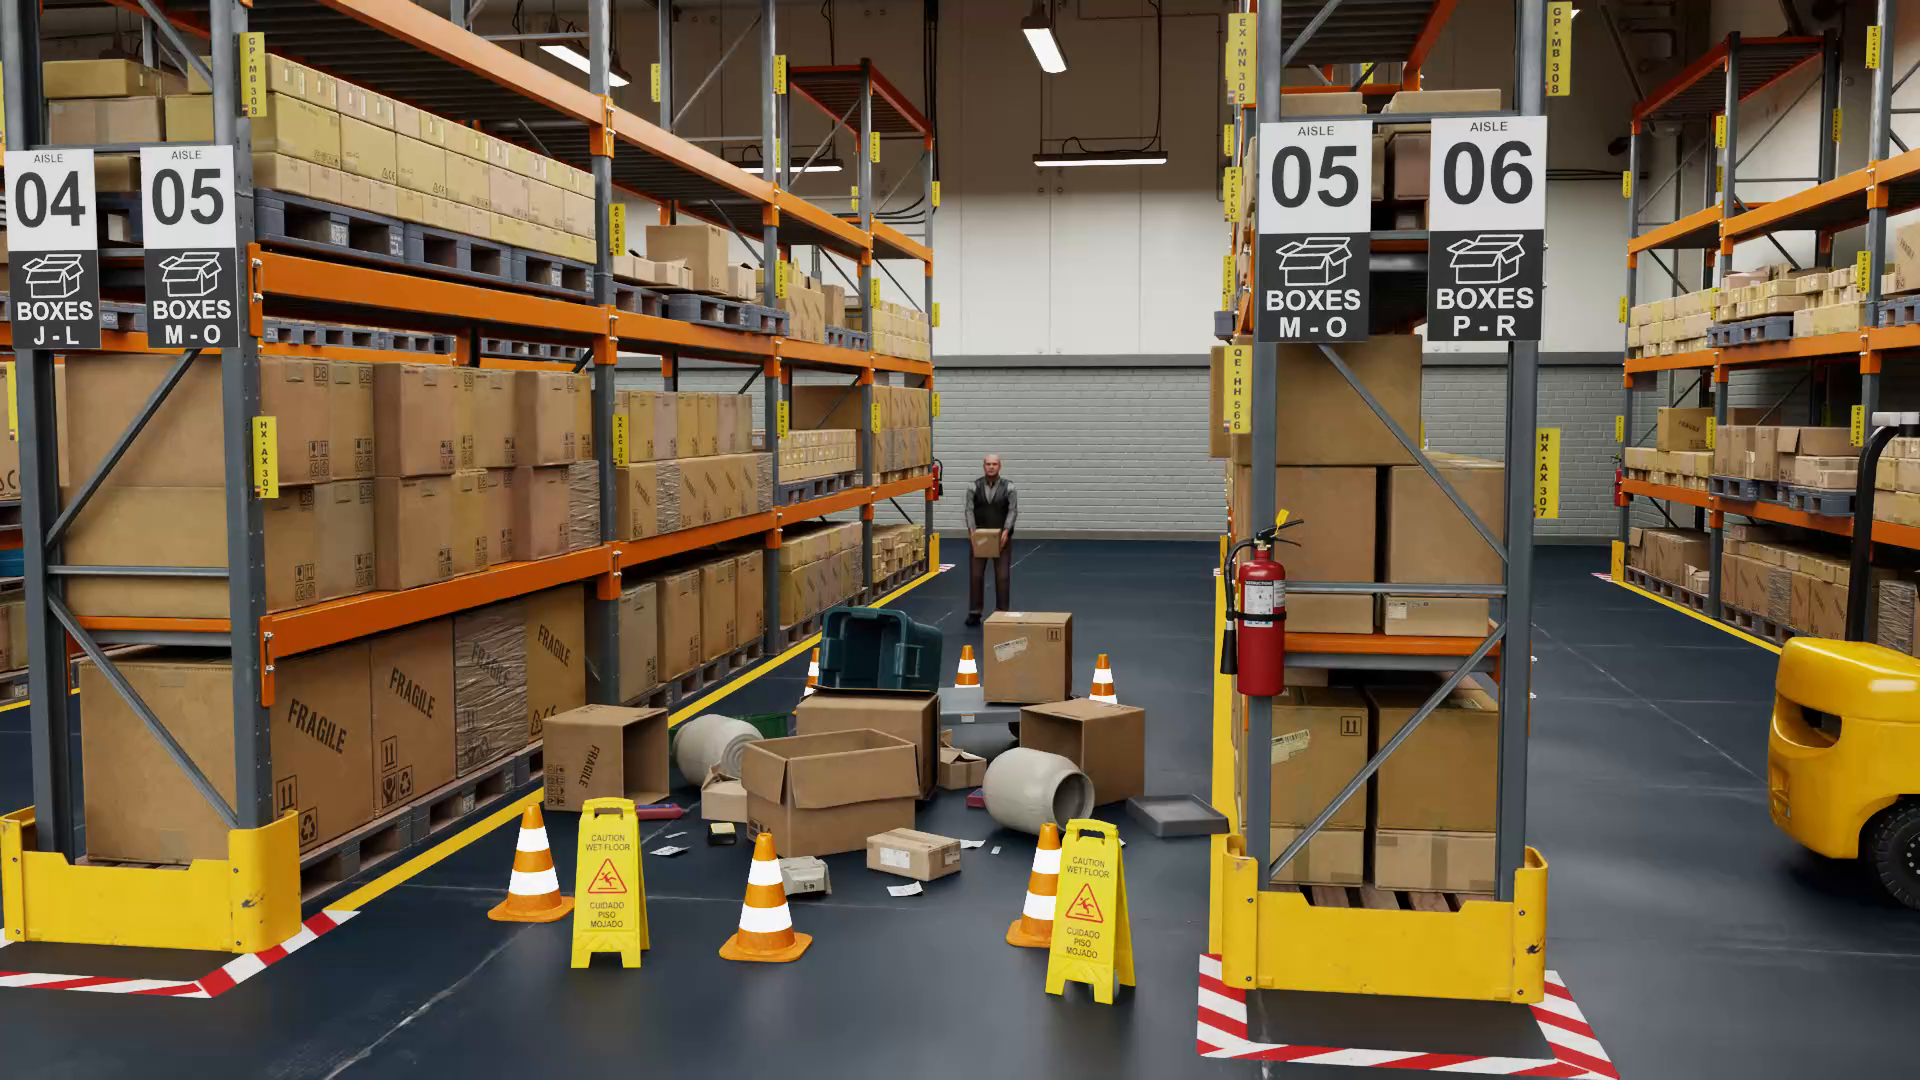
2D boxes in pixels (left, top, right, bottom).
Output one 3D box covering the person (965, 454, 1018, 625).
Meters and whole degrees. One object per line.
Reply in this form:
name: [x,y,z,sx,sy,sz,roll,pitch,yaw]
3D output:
person: [0.313,-0.002,16.772,0.542,1.728,0.493,1,4,8]
